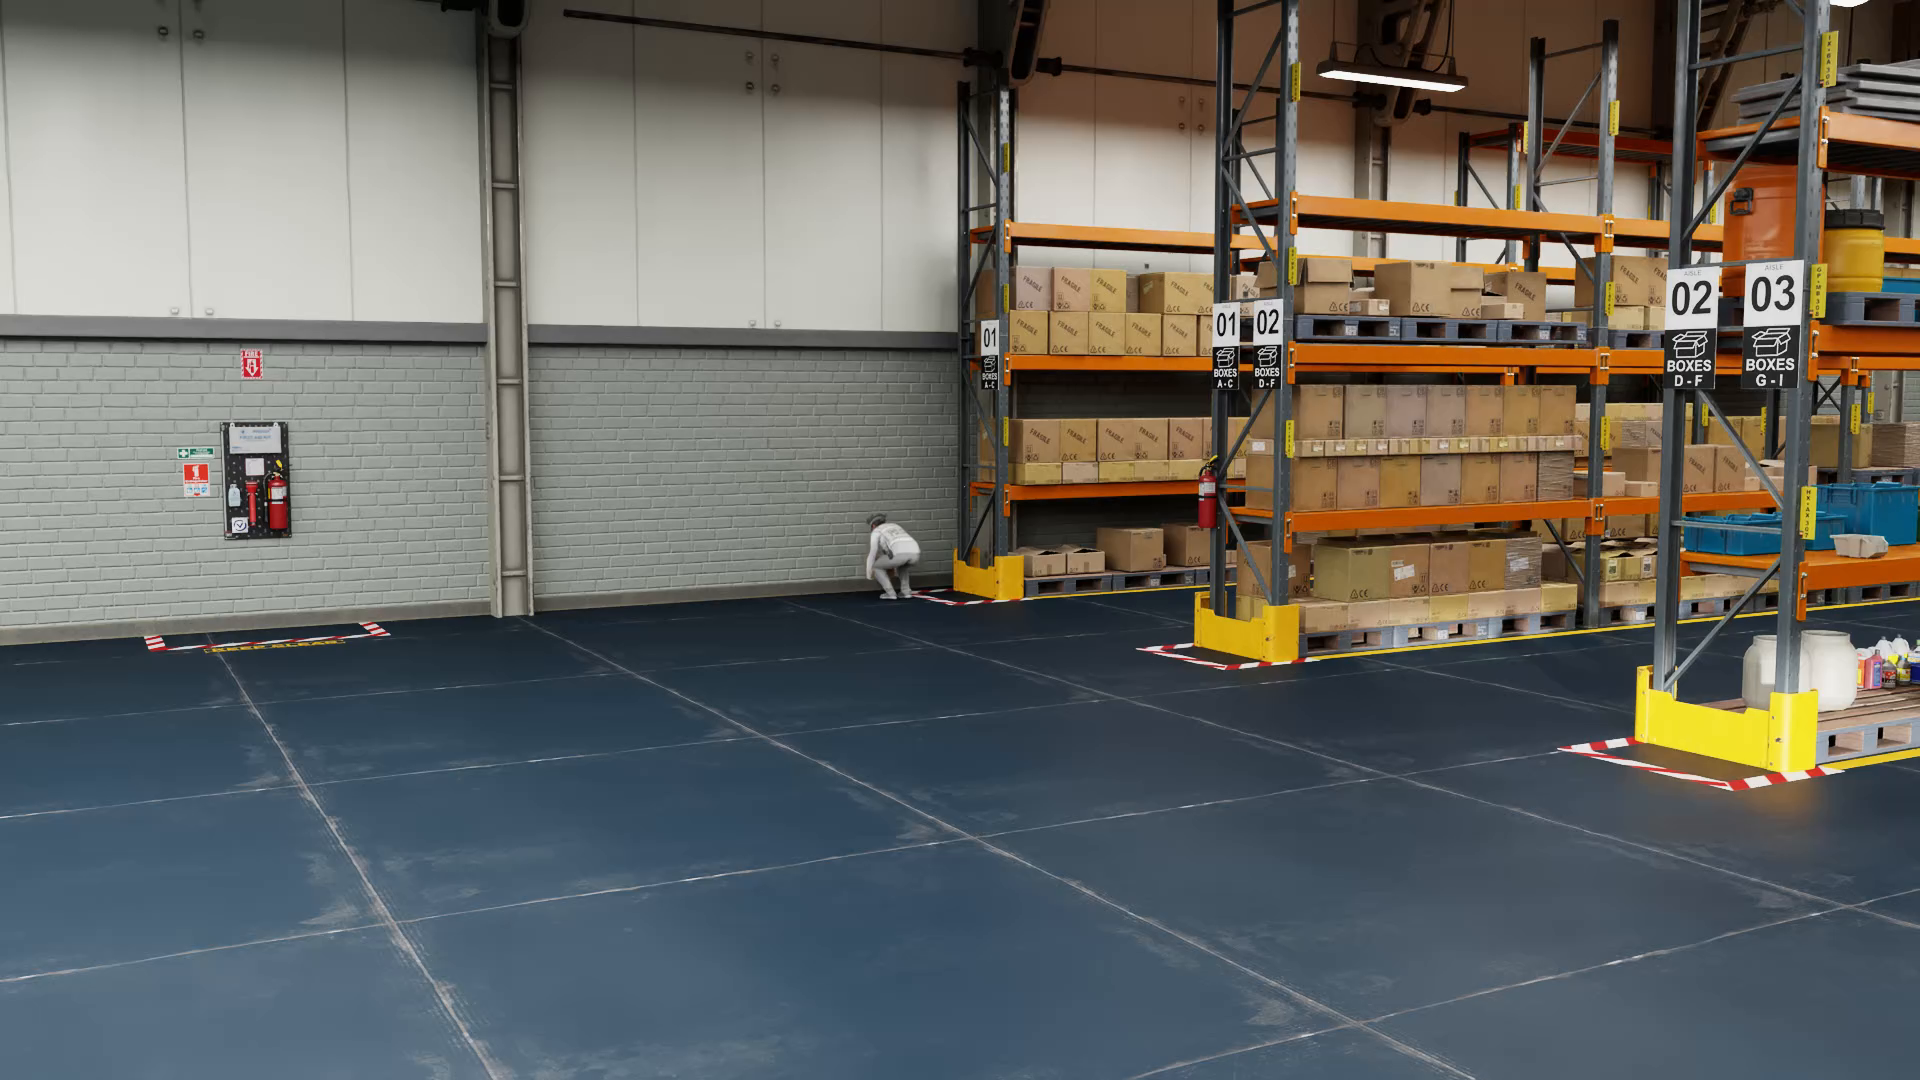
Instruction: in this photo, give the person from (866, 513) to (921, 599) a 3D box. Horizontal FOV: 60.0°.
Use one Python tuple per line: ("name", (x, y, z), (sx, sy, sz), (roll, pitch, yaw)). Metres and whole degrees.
("person", (-0.792, 0.186, 19.300), (0.453, 0.985, 0.857), (-3, 6, -30))
